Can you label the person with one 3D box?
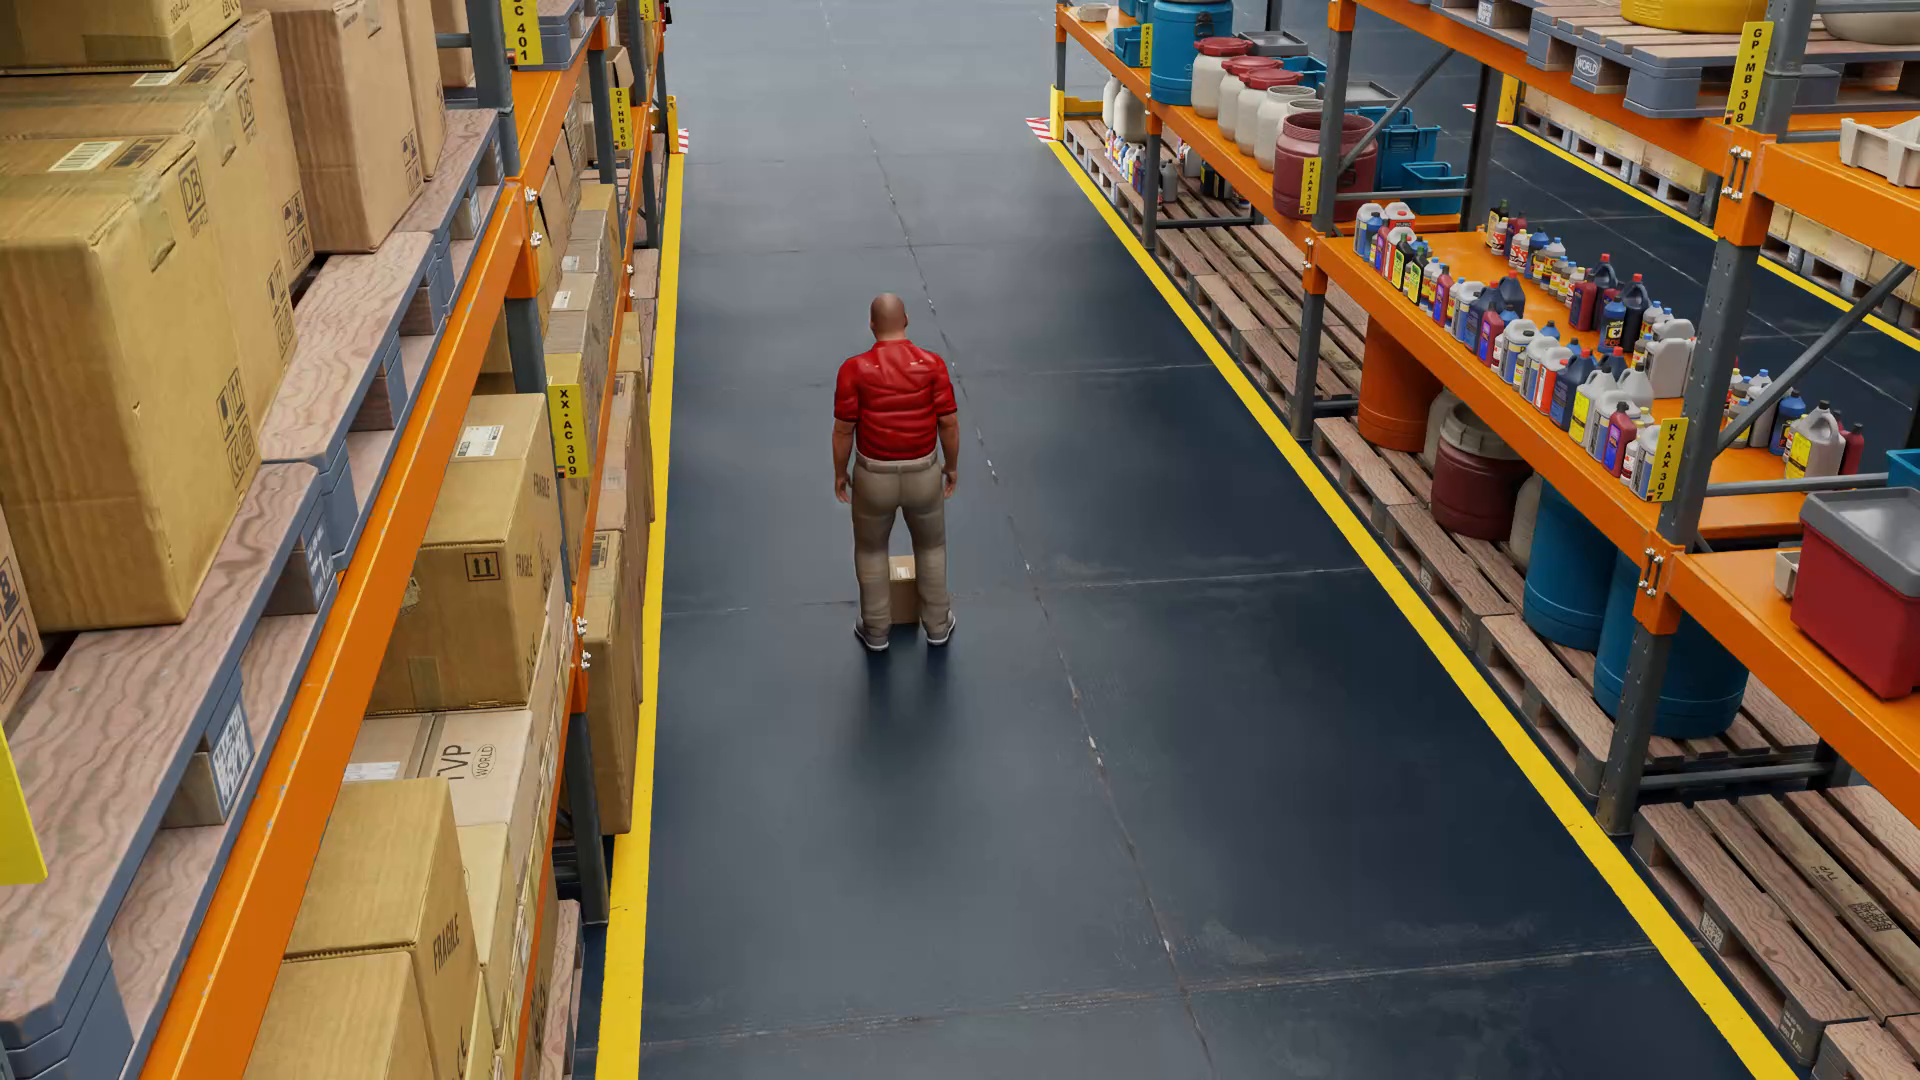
[{"bbox_3d":[-0.295,-0.297,7.715,0.586,1.727,0.393,-3,27,-7],"label":"person"}]
